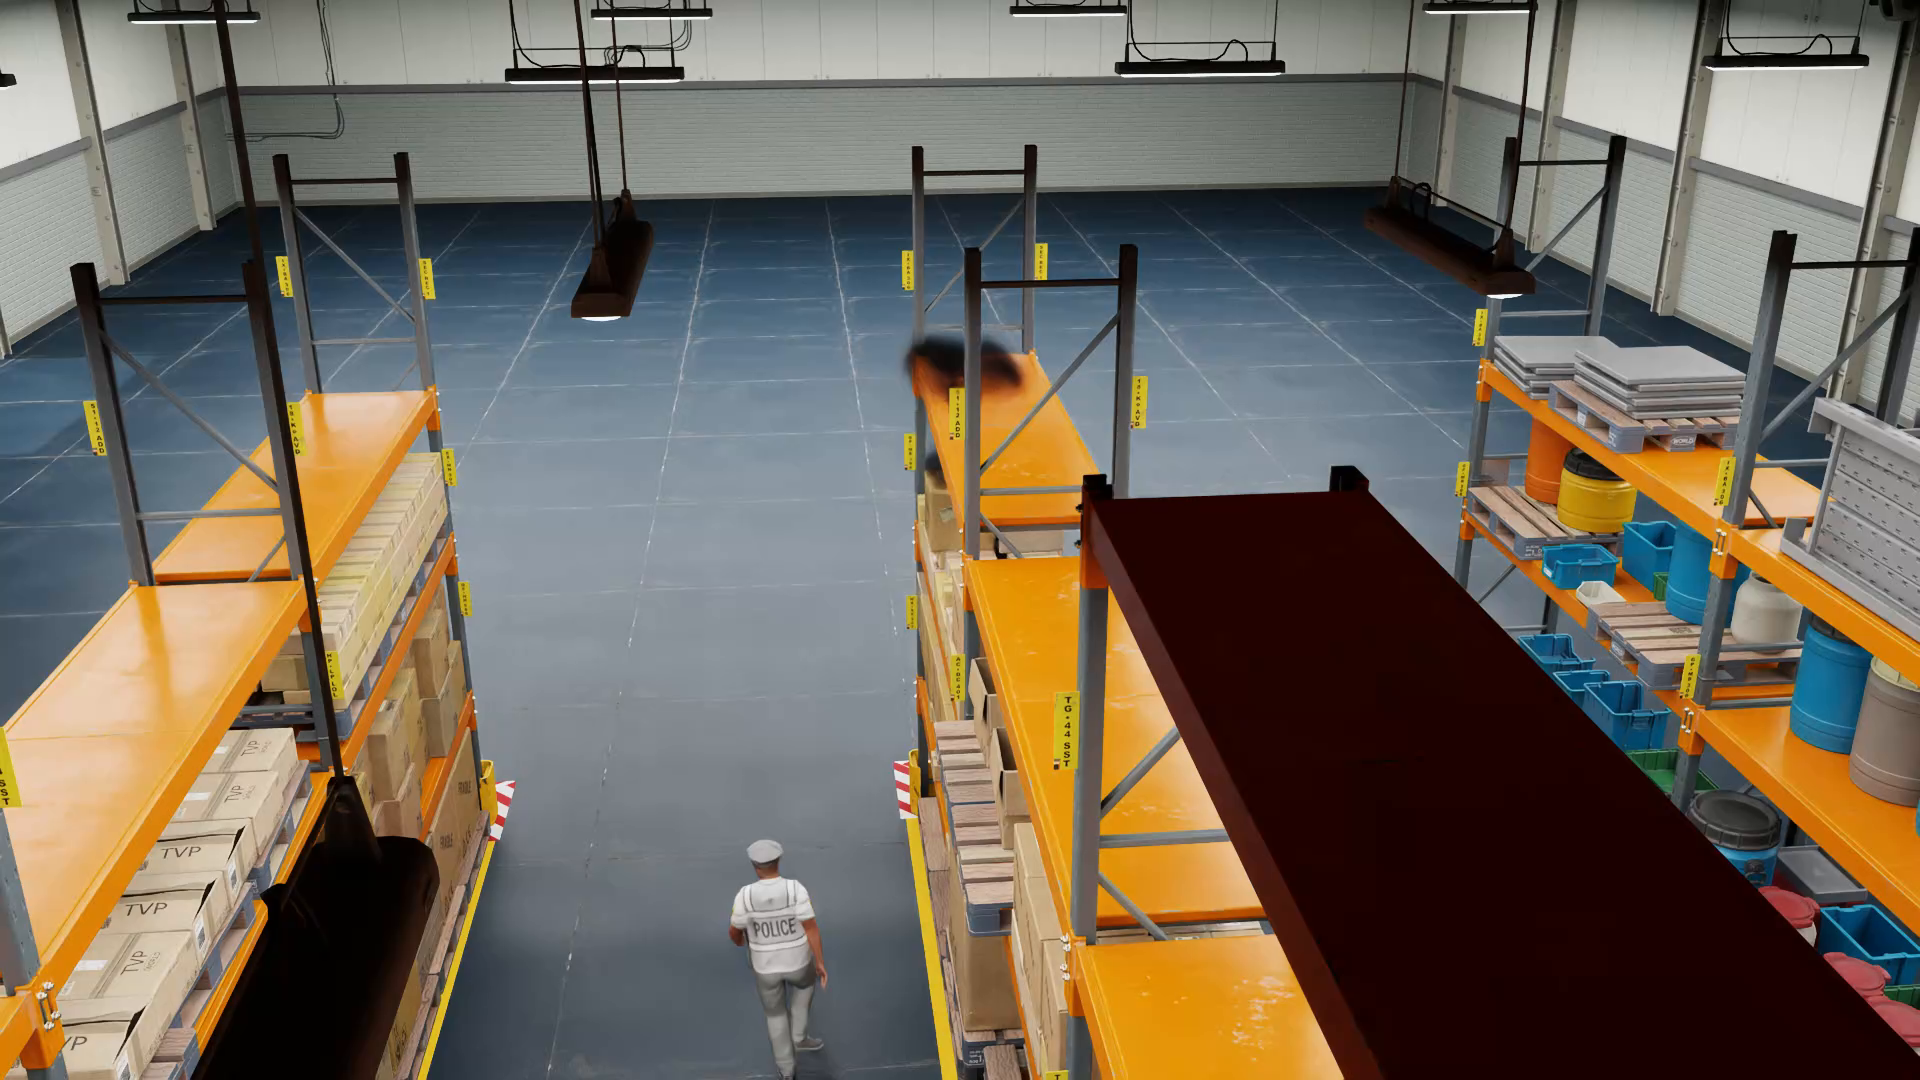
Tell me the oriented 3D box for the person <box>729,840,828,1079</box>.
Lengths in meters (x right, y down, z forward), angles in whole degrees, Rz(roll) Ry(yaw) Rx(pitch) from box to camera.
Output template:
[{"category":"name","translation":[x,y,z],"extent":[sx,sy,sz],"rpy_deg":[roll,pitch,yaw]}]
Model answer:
[{"category":"person","translation":[-1.291,2.981,11.795],"extent":[0.660,1.688,0.743],"rpy_deg":[-3,22,-9]}]
